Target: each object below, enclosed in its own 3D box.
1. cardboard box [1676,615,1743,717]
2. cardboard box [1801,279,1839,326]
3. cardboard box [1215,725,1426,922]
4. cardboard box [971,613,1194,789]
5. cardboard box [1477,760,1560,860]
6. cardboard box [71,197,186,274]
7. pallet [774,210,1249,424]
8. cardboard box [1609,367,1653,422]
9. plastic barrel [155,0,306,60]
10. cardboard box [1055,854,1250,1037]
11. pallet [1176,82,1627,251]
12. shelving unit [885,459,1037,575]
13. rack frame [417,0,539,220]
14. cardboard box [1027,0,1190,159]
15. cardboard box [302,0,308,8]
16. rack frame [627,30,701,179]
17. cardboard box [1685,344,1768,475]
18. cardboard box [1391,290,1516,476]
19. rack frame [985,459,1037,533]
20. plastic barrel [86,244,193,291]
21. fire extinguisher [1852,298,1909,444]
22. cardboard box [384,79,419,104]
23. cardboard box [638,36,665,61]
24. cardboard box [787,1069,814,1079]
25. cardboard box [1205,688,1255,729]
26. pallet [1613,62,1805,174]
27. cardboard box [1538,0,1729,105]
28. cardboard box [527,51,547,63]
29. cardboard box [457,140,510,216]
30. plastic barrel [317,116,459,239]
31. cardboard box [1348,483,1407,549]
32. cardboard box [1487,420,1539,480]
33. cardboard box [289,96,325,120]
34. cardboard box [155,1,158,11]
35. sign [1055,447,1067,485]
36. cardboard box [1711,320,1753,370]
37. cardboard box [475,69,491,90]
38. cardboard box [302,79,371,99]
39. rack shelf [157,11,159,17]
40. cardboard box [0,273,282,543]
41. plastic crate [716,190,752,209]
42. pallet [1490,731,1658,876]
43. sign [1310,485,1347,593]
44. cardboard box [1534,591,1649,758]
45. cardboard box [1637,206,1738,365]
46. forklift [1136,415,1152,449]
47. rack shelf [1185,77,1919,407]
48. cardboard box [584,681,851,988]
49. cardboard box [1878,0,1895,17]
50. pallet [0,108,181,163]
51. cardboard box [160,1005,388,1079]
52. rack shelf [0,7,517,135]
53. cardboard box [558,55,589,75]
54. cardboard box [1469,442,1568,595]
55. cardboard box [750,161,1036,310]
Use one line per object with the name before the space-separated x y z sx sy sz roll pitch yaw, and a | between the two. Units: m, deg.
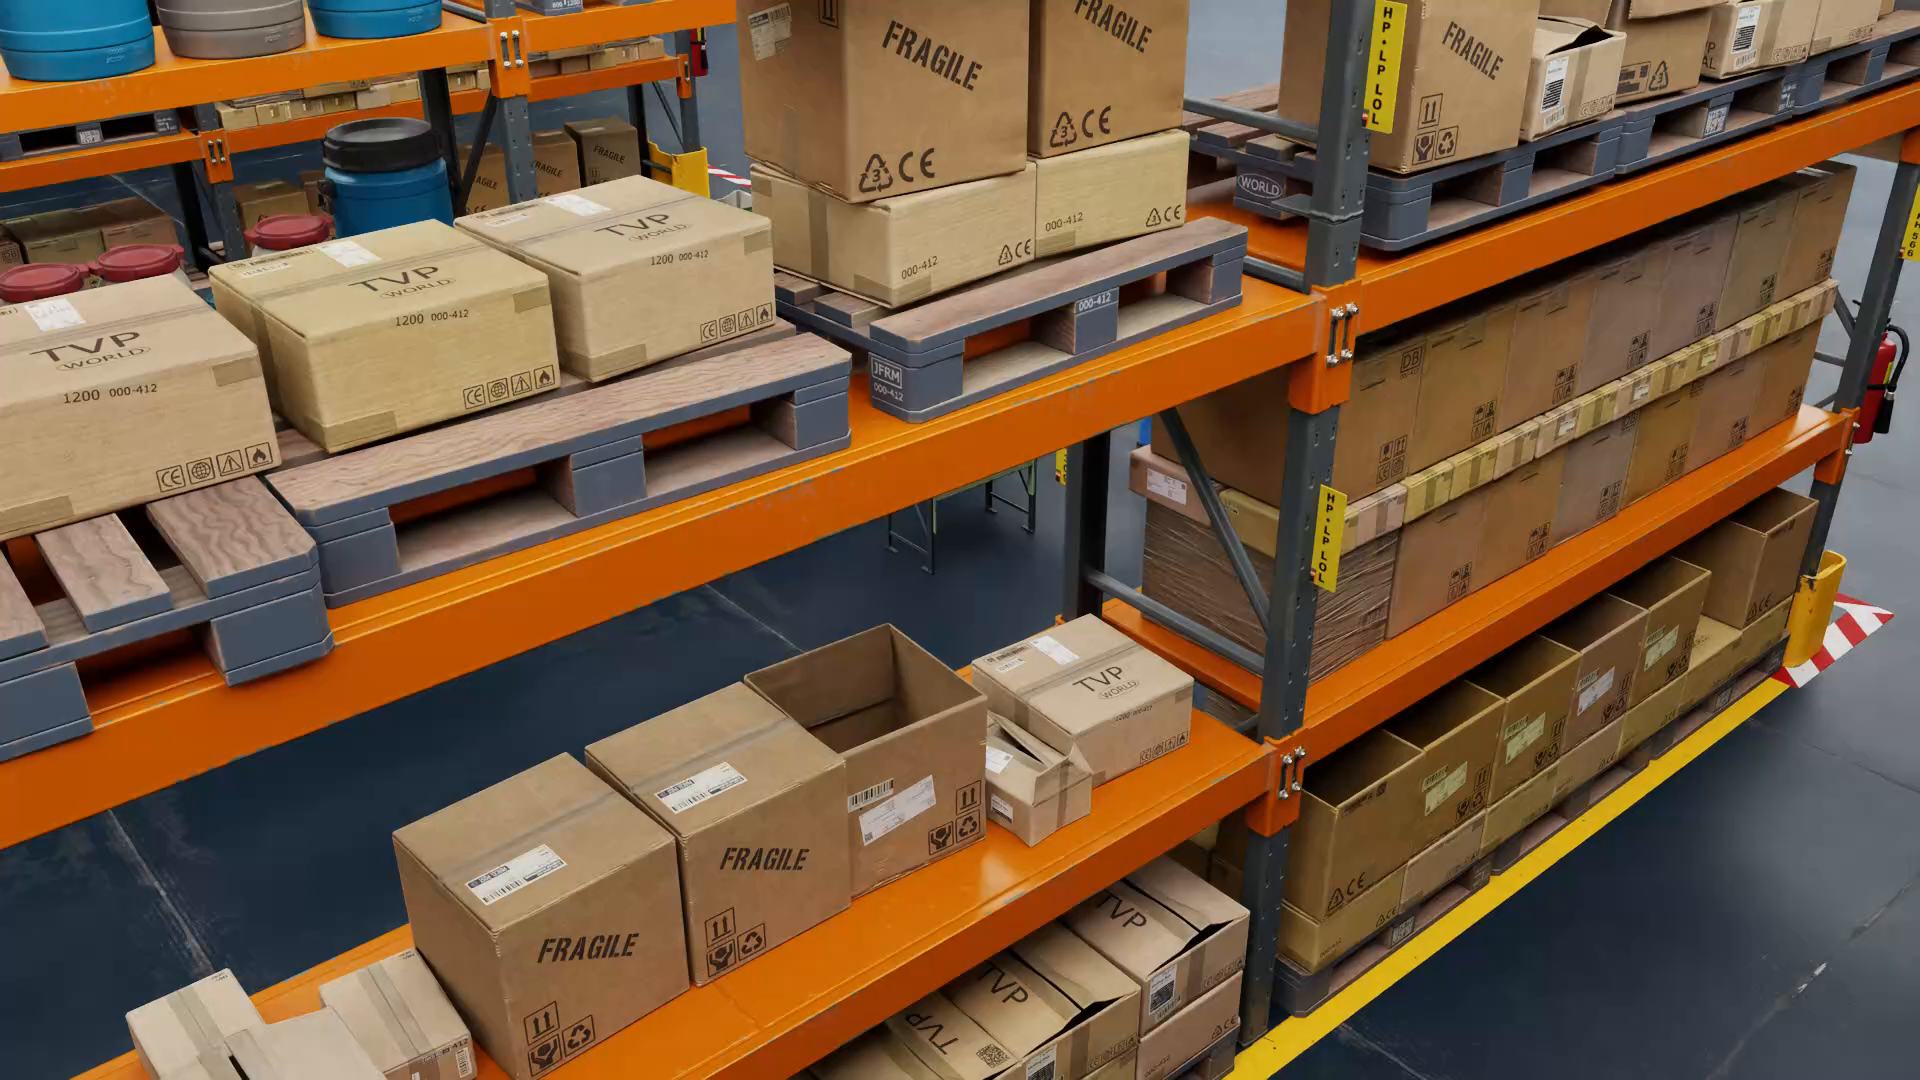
cardboard box | 3.183 0.512 7.581 0.500 0.250 0.500 -22 35 -35
cardboard box | 3.604 -1.088 7.309 0.250 0.149 0.380 -23 35 -36
cardboard box | 1.284 0.948 5.970 0.500 0.500 0.500 -22 35 -35
cardboard box | 0.382 0.513 5.266 0.500 0.250 0.500 -19 34 -32
cardboard box | 2.045 0.973 6.719 0.500 0.250 0.500 -22 35 -35
cardboard box | -6.179 -2.184 12.339 0.500 0.500 0.700 -25 37 -39
pallet | 0.066 -0.683 4.366 1.217 0.209 0.805 -24 36 -37
cardboard box | 2.426 -0.613 6.419 0.250 0.149 0.380 -22 35 -36
plastic barrel | -3.227 -2.607 7.231 0.600 0.901 0.600 0 28 0
cardboard box | 0.606 1.288 5.535 0.500 0.311 0.500 -22 35 -35
pallet | 1.361 -1.273 5.361 1.213 0.211 1.003 -22 35 -35
shelving unit | 0.005 -0.664 8.900 0.755 1.500 0.431 -22 35 -35
rack frame | -2.484 -1.496 8.868 0.127 3.000 1.000 -22 35 -35
cardboard box | 0.234 -1.317 4.268 0.500 0.500 0.500 -21 35 -34
cardboard box | -4.812 -4.089 12.236 0.500 0.500 0.500 -22 35 -35
rack frame | -2.655 -4.496 14.480 0.127 3.000 1.000 -22 35 -35
cardboard box | 3.012 -0.686 7.246 0.500 0.500 0.700 -21 34 -34
cardboard box | 1.446 -0.628 5.761 0.500 0.500 0.700 -22 35 -35
rack frame | 0.284 -0.775 9.110 0.023 1.500 0.400 -22 35 -35
plastic barrel | -3.912 -1.118 8.015 0.433 0.535 0.433 0 28 0
fire extinguisher | 4.163 -0.778 7.606 0.183 0.674 0.296 -22 35 -35
cardboard box | -4.405 -3.511 12.903 0.250 0.149 0.380 -22 35 -35
cardboard box | -2.738 -4.224 14.238 0.250 0.149 0.380 -22 35 -35
cardboard box | -0.551 1.753 4.663 0.500 0.311 0.500 -22 35 -36
cardboard box | 1.327 0.609 6.605 0.500 0.500 0.500 -22 35 -35
pallet | 2.288 -1.645 6.056 1.213 0.211 1.003 -22 35 -35
cardboard box | 2.063 -1.793 5.537 0.637 0.503 0.797 -18 33 -30
cardboard box | -3.803 -4.179 13.466 0.500 0.500 0.875 -22 35 -35
cardboard box | -4.062 -3.014 13.914 0.500 0.500 0.500 -18 33 -30
plastic barrel | -2.974 -1.708 8.732 0.708 0.901 0.600 -22 35 -35
cardboard box | 1.249 -0.139 5.533 0.250 0.149 0.380 -21 35 -34
cardboard box | 1.835 -0.375 5.975 0.250 0.149 0.380 -23 36 -36
cardboard box | -4.969 -3.278 12.467 0.250 0.149 0.380 -22 35 -35
cardboard box | -8.164 -5.441 16.090 0.550 0.550 0.875 -22 35 -35
sign | 0.367 -0.334 5.691 0.005 0.325 0.100 -22 35 -35
cardboard box | 3.019 -0.853 6.869 0.250 0.149 0.380 -21 35 -34
cardboard box | -3.811 -3.727 13.309 0.250 0.149 0.380 -22 35 -35
cardboard box | -4.913 -3.703 12.576 0.500 0.500 0.875 -22 35 -35
rack shelf | -7.319 -5.376 16.891 4.000 0.370 1.077 -22 35 -35
cardboard box | -1.619 -0.263 3.091 0.500 0.250 0.500 -21 34 -34
plastic crate | -1.413 -1.968 10.029 0.437 0.136 0.530 -22 35 -35
pallet | 2.289 0.907 7.328 1.213 0.211 1.003 -22 35 -35
sign | 1.088 -0.003 4.929 0.005 0.325 0.100 -22 35 -35
cardboard box | 2.424 0.488 6.830 0.500 0.500 0.500 -22 35 -35
cardboard box | 2.588 -1.087 6.620 0.500 0.500 0.700 -22 35 -35
forklift | 2.598 -1.532 9.007 3.031 2.935 1.130 -5 29 -10
rack shelf | 2.250 -1.337 6.149 4.000 0.370 1.077 -22 35 -35
cardboard box | -0.648 0.780 4.501 0.500 0.500 0.500 -22 35 -35
cardboard box | 3.332 -2.384 6.642 0.637 0.503 0.797 -19 34 -32
pallet | -6.374 -3.006 11.896 1.213 0.211 1.003 -22 35 -35
cardboard box | -1.508 1.340 3.655 0.500 0.311 0.500 -22 35 -35
rack shelf | -4.005 -1.890 7.185 4.000 0.370 1.077 -22 35 -35
cardboard box | -3.286 -3.982 13.785 0.250 0.149 0.380 -22 35 -35
cardboard box | 1.843 -0.217 6.367 0.500 0.500 0.700 -21 35 -34
cardboard box | -0.163 -0.807 4.109 0.500 0.250 0.500 24 37 38
